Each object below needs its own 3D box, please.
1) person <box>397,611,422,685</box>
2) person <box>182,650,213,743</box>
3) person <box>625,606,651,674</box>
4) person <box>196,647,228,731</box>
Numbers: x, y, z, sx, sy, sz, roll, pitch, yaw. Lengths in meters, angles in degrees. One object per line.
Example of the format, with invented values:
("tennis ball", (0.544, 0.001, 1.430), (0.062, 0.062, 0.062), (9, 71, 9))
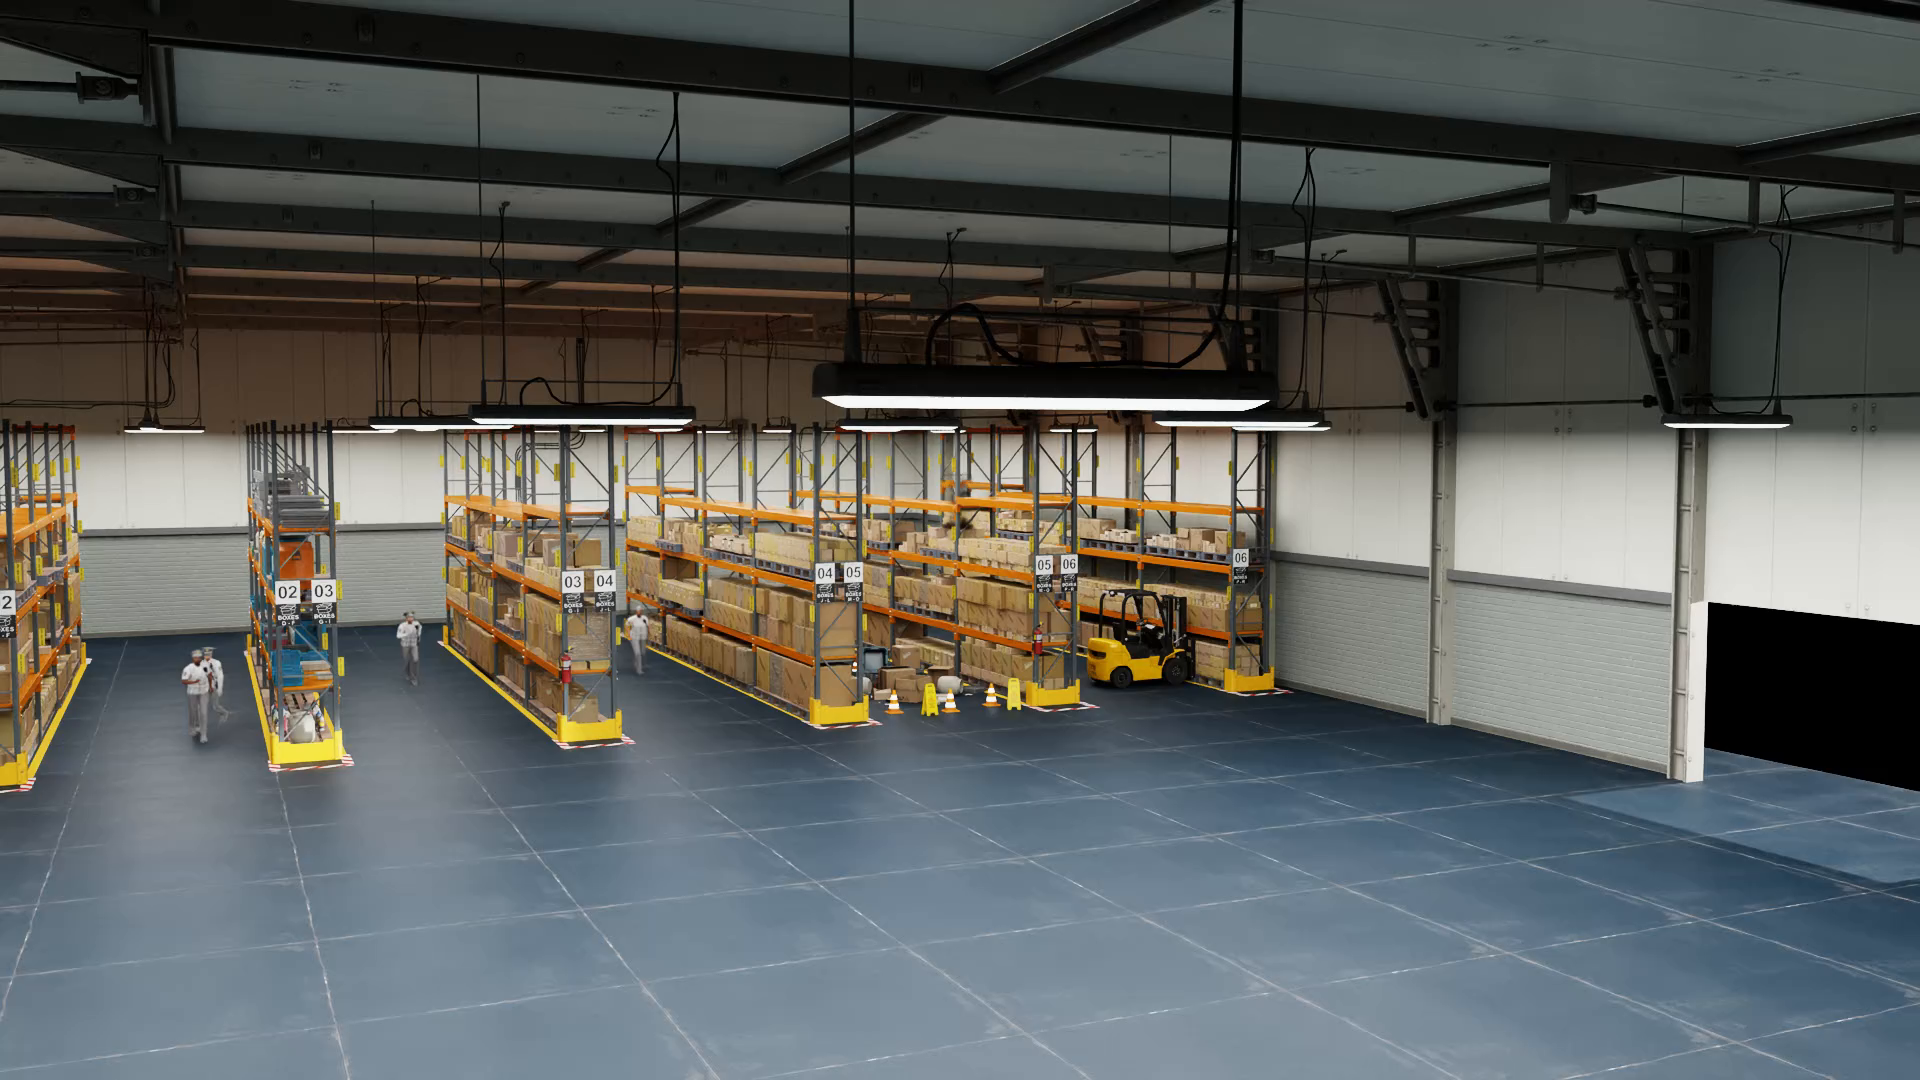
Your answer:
("person", (-12.725, 2.497, 38.453), (0.593, 1.740, 0.830), (-2, 4, -26))
("person", (-14.325, 2.901, 31.246), (0.566, 1.694, 0.929), (-2, 4, -32))
("person", (-7.829, 2.402, 40.345), (0.592, 1.640, 0.762), (-2, 4, -30))
("person", (-14.564, 2.869, 32.324), (0.568, 1.620, 0.763), (0, 4, 6))
